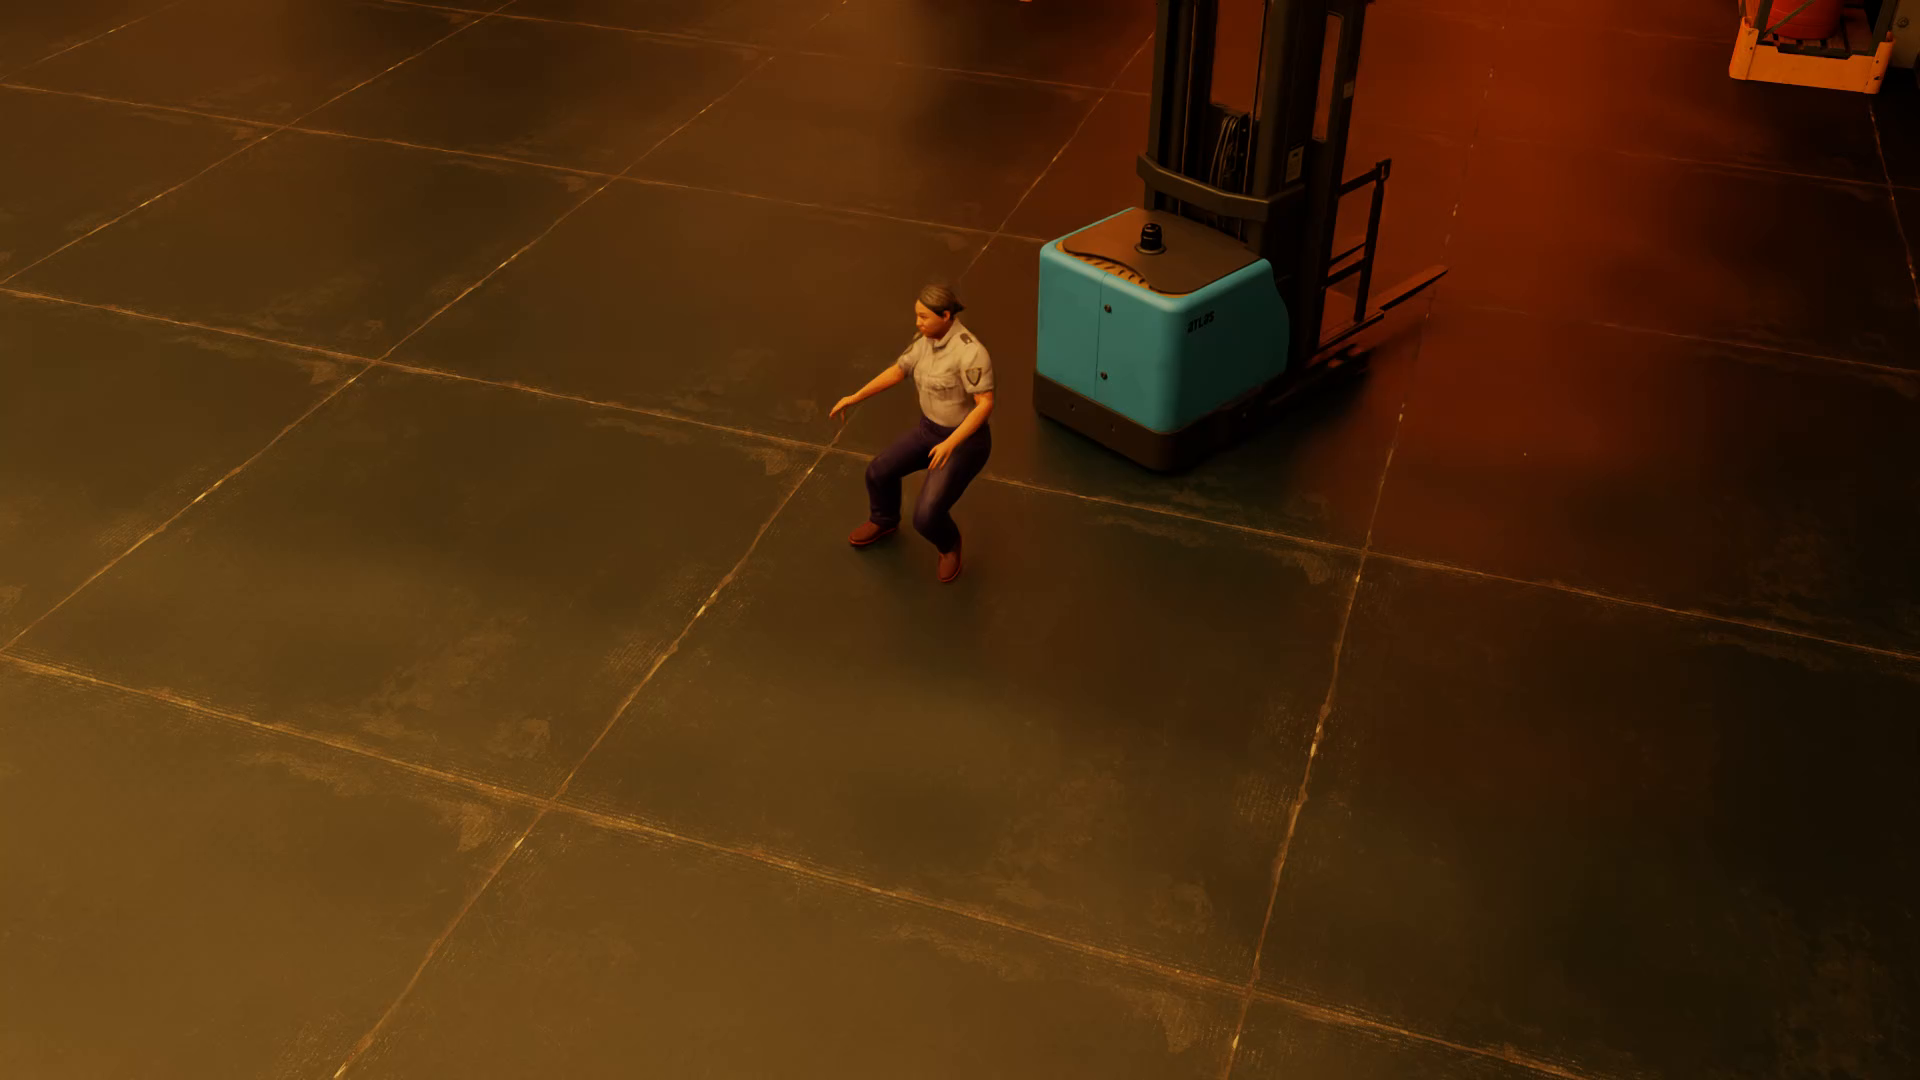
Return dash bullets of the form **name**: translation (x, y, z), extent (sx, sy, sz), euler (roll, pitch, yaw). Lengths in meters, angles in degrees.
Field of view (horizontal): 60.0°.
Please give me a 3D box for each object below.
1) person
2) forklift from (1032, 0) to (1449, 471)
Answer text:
- **person**: translation (-0.202, -0.500, 8.050), extent (0.629, 1.500, 0.784), euler (-20, 40, -26)
- **forklift**: translation (1.834, -2.309, 9.367), extent (3.031, 2.935, 1.130), euler (-29, 44, -34)
